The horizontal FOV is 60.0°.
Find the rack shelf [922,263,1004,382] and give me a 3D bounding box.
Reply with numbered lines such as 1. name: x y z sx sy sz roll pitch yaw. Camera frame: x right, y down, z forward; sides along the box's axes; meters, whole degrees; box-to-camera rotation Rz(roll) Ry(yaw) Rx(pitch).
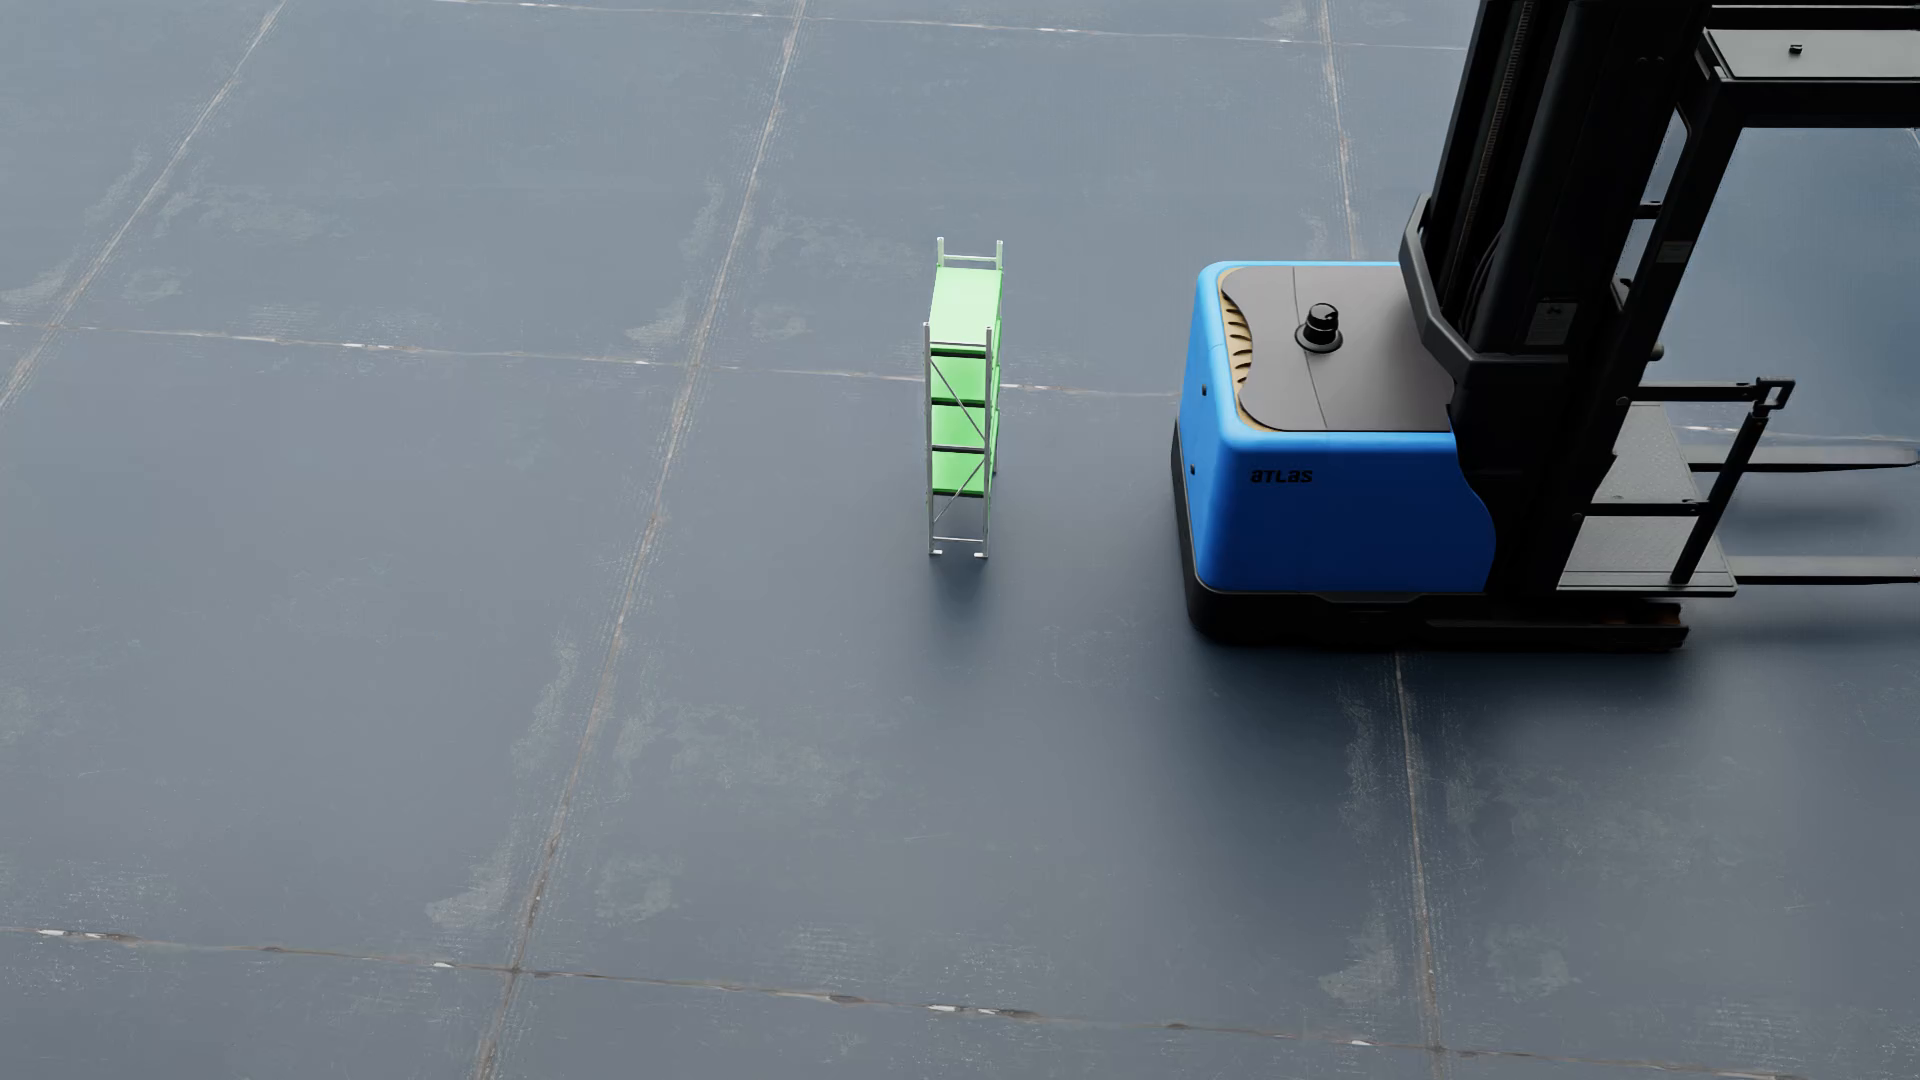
1. rack shelf: 0.015 -0.807 6.137 0.258 0.148 0.480 4 48 4

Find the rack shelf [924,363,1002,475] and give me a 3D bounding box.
1. rack shelf: 0.015 -0.483 6.492 0.258 0.148 0.480 4 48 4

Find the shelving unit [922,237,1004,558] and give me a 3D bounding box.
1. shelving unit: 0.015 -0.527 6.444 0.258 1.200 0.503 4 48 4

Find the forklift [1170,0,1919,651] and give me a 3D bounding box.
1. forklift: 2.397 -0.961 5.669 3.031 2.935 1.130 0 48 0

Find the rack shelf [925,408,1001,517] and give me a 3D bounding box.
1. rack shelf: 0.015 -0.321 6.669 0.258 0.148 0.480 4 48 4

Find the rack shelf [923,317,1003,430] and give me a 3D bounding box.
1. rack shelf: 0.015 -0.645 6.314 0.258 0.148 0.480 4 48 4

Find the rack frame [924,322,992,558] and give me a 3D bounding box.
1. rack frame: -0.007 -0.347 6.280 0.240 1.200 0.015 4 48 4

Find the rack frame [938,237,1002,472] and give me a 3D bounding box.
1. rack frame: 0.037 -0.706 6.608 0.240 1.200 0.015 4 48 4
